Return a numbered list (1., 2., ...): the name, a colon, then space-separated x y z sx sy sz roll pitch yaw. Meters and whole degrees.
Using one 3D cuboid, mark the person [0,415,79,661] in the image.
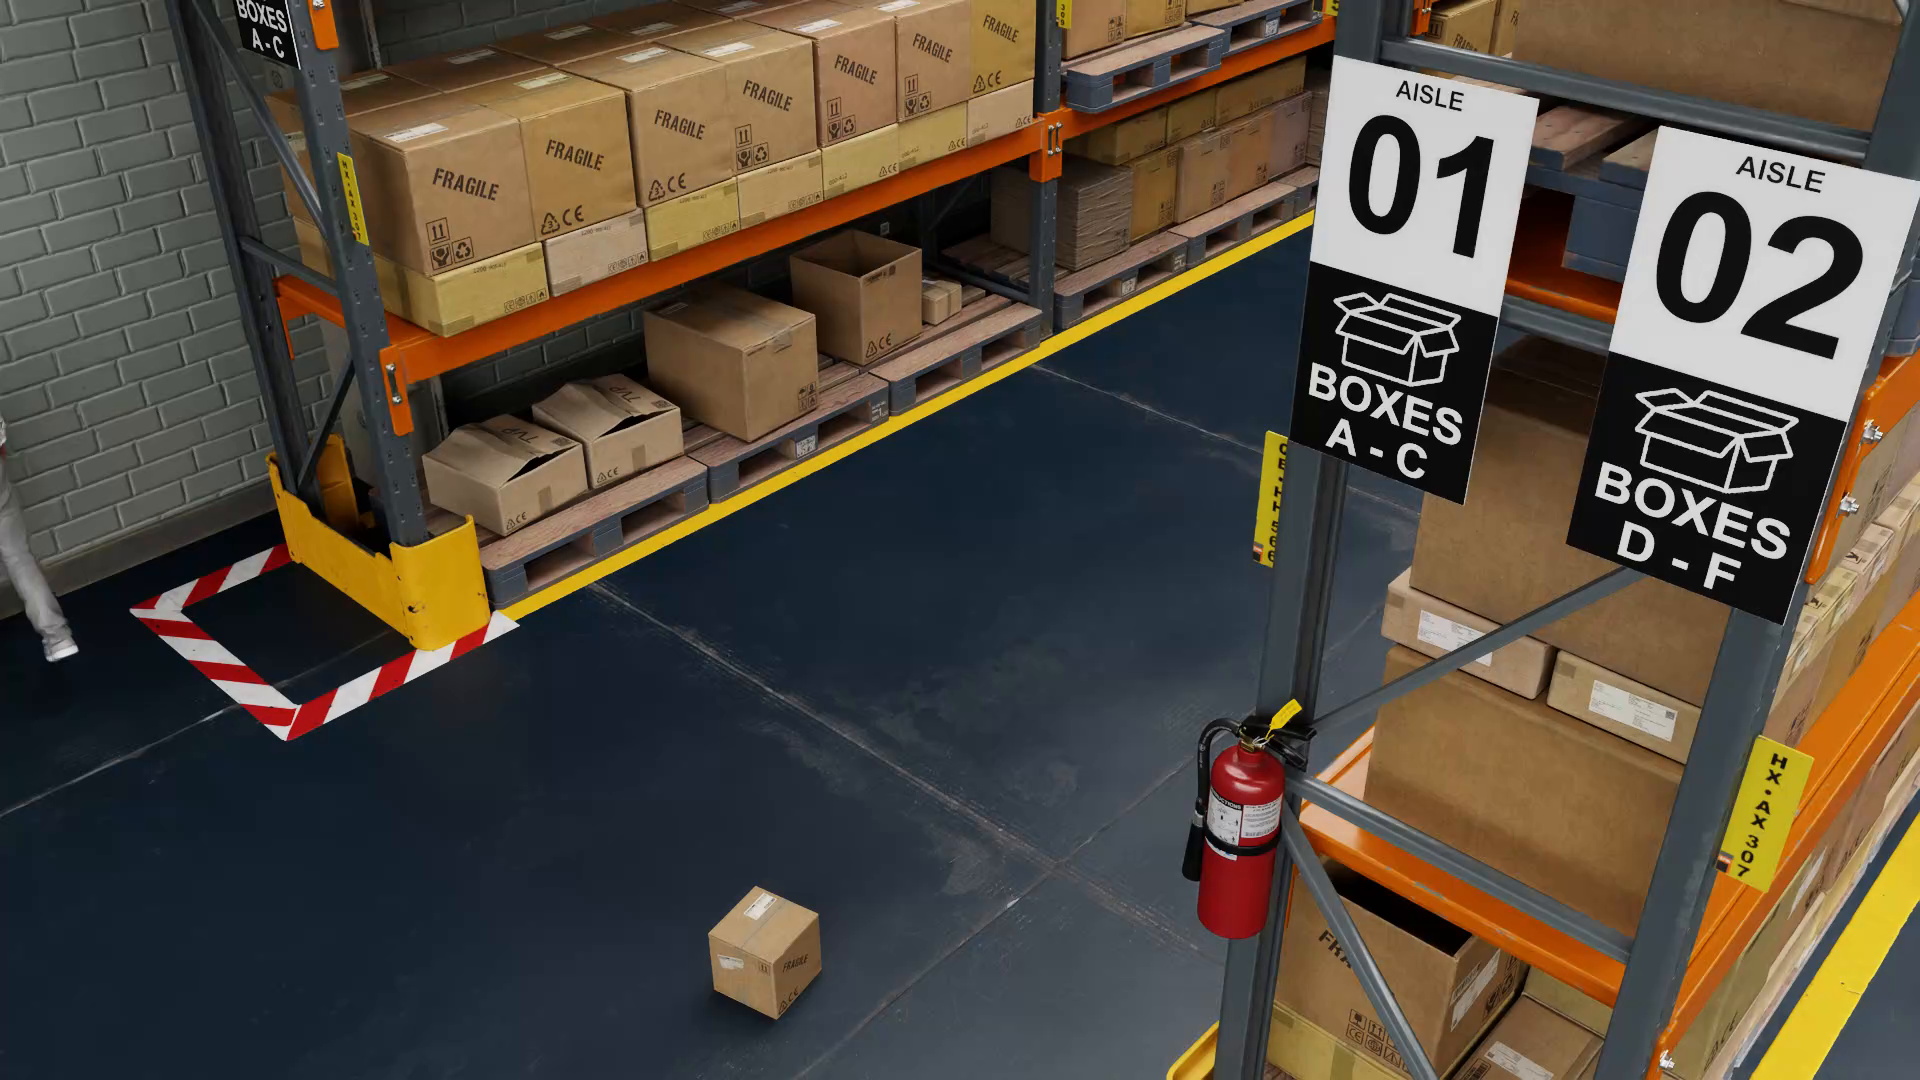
1. person: -3.848 -0.181 6.445 0.423 1.547 0.821 -28 41 -37
